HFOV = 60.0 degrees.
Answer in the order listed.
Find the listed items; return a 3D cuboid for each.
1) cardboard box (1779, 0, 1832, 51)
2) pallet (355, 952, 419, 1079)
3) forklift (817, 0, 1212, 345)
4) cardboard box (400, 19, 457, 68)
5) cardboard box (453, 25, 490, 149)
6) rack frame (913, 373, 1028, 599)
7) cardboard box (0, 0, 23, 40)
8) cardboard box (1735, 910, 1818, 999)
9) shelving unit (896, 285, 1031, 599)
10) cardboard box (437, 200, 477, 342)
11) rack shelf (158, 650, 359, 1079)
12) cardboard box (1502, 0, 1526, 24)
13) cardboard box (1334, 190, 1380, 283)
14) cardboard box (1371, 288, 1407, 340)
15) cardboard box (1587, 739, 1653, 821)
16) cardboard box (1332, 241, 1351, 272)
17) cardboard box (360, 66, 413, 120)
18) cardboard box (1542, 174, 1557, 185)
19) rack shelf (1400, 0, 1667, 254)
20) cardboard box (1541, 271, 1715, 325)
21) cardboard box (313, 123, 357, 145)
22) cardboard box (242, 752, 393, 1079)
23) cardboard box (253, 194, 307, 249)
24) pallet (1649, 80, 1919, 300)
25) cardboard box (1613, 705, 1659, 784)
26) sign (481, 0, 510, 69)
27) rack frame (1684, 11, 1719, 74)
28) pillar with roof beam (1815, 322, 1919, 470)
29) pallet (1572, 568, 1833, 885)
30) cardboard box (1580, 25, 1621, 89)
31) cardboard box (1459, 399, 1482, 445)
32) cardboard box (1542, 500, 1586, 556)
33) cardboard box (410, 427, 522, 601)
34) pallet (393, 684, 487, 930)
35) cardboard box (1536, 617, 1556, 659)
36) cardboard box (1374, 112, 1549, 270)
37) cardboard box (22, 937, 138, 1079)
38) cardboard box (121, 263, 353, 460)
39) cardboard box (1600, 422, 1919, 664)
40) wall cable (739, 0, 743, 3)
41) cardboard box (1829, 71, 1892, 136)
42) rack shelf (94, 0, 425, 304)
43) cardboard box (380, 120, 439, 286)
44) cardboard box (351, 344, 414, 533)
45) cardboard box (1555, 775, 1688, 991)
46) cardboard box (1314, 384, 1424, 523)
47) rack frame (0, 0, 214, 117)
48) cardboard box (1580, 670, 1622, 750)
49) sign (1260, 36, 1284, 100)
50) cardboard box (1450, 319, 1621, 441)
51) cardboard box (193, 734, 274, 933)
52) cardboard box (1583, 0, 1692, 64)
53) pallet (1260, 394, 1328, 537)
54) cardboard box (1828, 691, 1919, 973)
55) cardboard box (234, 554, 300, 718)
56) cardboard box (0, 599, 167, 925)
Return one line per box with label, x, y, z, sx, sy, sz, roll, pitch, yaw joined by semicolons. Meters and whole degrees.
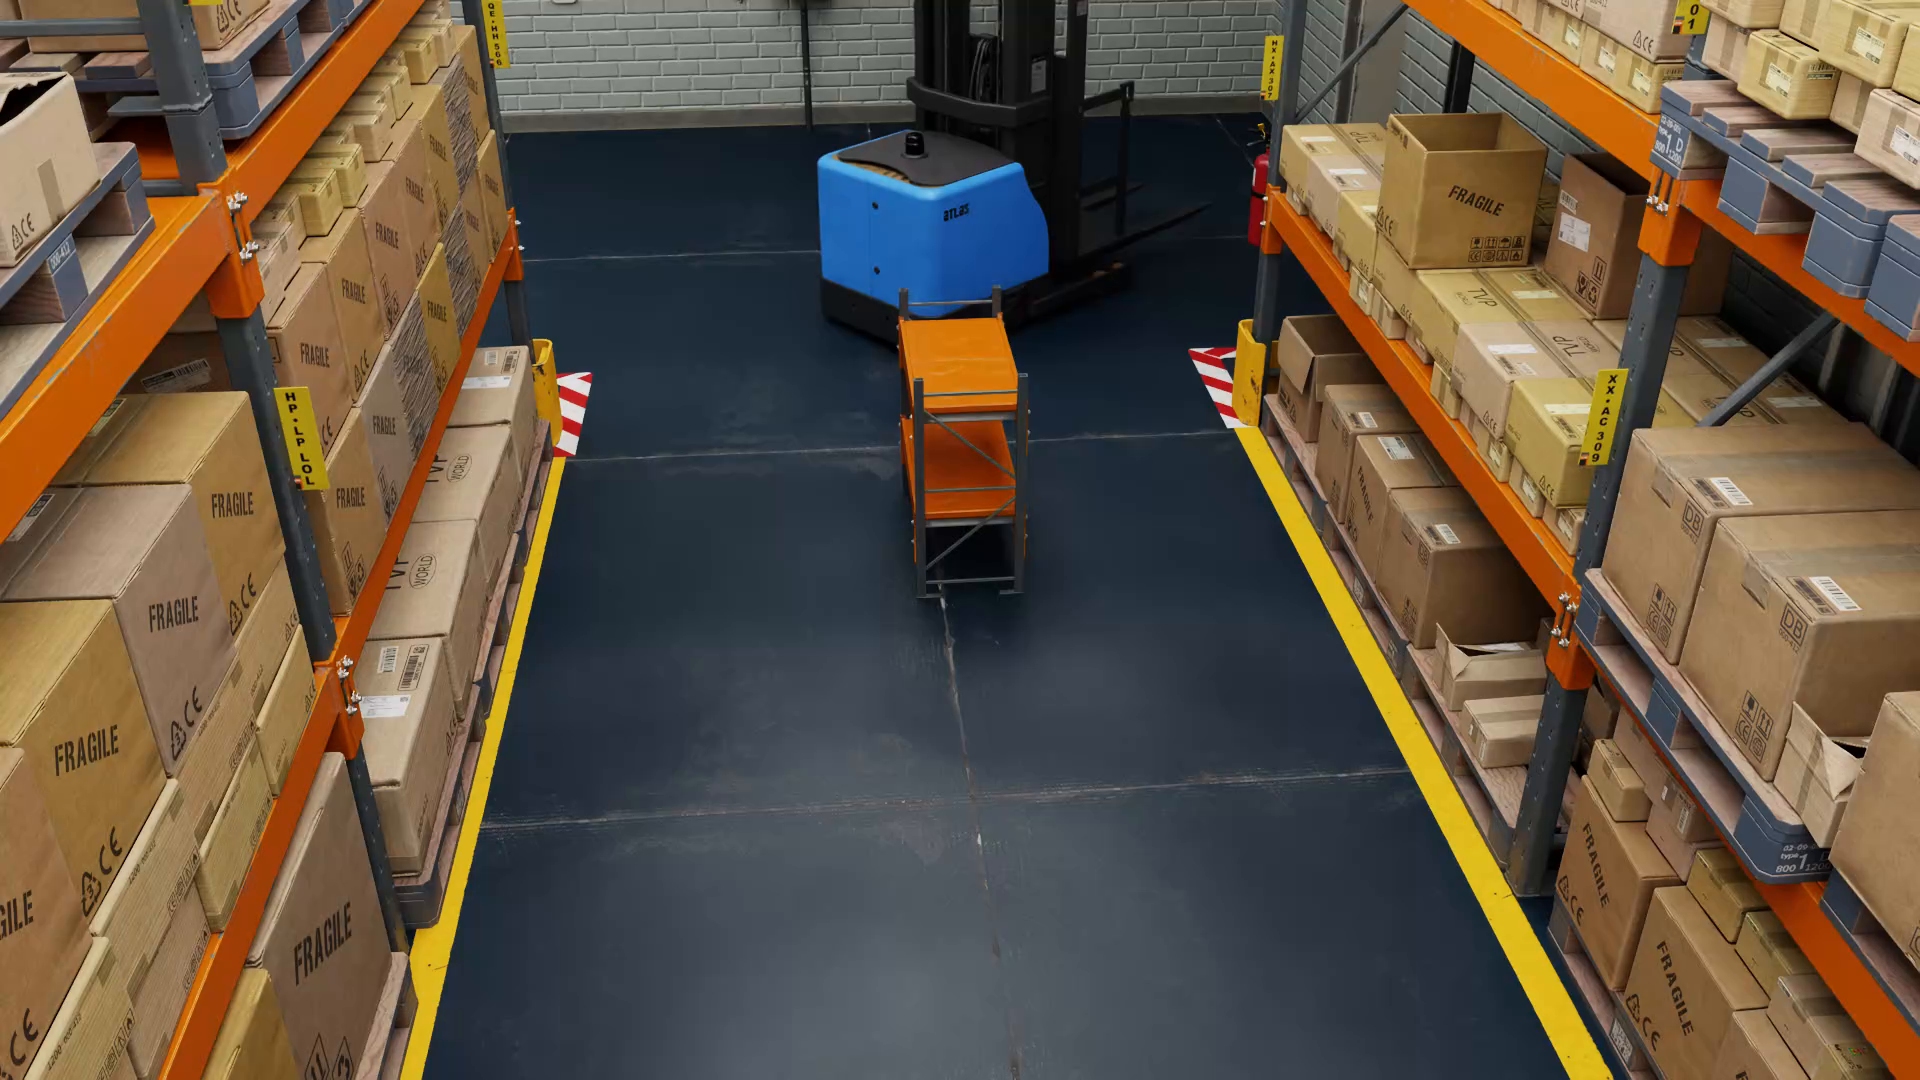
cardboard box;2.205;-1.258;3.954;0.380;0.149;0.250;-2;31;-4
pallet;-2.276;1.794;5.041;1.003;0.211;1.213;-3;31;-5
forklift;0.503;-3.026;10.458;1.130;2.935;3.031;26;40;37
cardboard box;-2.409;-2.157;7.230;0.380;0.149;0.250;-3;31;-5
cardboard box;-2.515;-2.073;7.723;0.500;0.500;0.500;-2;31;-3
rack frame;0.047;-0.227;7.533;0.500;1.125;0.032;-3;31;-5
cardboard box;-2.802;-1.558;4.632;0.396;0.266;0.258;-2;31;-3
cardboard box;2.464;1.184;4.738;0.380;0.149;0.250;-3;31;-5
shelving unit;-0.001;-0.486;7.967;0.538;1.125;1.048;-3;31;-5
cardboard box;-2.399;-1.126;7.113;0.500;0.500;0.500;-2;31;-3
rack shelf;-2.237;1.536;3.454;1.077;0.370;4.000;-3;31;-5
cardboard box;2.140;-1.909;5.840;0.380;0.149;0.250;-2;31;-3
cardboard box;2.017;-1.378;7.489;0.500;0.250;0.500;-3;31;-6
cardboard box;2.018;-0.993;7.233;0.380;0.149;0.250;-2;31;-3
cardboard box;2.287;0.777;5.420;0.380;0.149;0.250;-1;31;-2
cardboard box;1.994;-1.395;7.905;0.380;0.149;0.250;-2;31;-3
cardboard box;-2.390;-1.764;6.573;0.380;0.149;0.250;-2;31;-3
cardboard box;2.499;-1.653;7.949;0.500;0.250;0.500;-3;31;-4
rack shelf;2.331;-2.033;6.505;1.077;0.370;4.000;-3;31;-5
cardboard box;2.641;-0.882;6.657;0.500;0.250;0.500;-2;31;-4
cardboard box;-2.364;-1.368;5.909;0.380;0.149;0.250;-3;31;-5
cardboard box;-2.286;1.251;4.893;0.875;0.875;0.875;-2;31;-3
cardboard box;-2.300;-0.977;5.255;0.380;0.149;0.250;-3;31;-5
pallet;2.509;-0.904;4.097;1.213;0.211;1.003;-3;31;-5
cardboard box;2.347;0.646;5.348;0.380;0.149;0.250;-3;31;-5
sign;-2.256;-2.454;8.072;0.100;0.325;0.005;-3;31;-5
rack frame;2.518;-2.609;3.842;1.000;3.000;0.127;-3;31;-5
pillar with roof beam;-0.936;-2.801;4.164;9.100;9.000;0.400;-3;31;-5
pallet;2.484;0.462;4.738;1.003;0.211;1.213;-3;31;-5
cardboard box;2.171;-1.508;5.169;0.380;0.149;0.250;-3;31;-5
cardboard box;2.145;-0.475;6.365;0.380;0.149;0.250;-2;31;-3
cardboard box;2.237;-0.076;5.697;0.380;0.149;0.250;-2;31;-4
cardboard box;-2.542;-0.117;7.610;0.875;0.438;0.875;-2;31;-3
pallet;-2.417;1.012;6.351;1.003;0.211;1.213;-3;31;-5
cardboard box;2.651;0.440;6.958;0.380;0.149;0.250;-3;31;-5
cardboard box;2.059;-1.450;6.878;0.500;0.500;0.500;-2;31;-3
cardboard box;-1.967;1.049;3.227;0.500;0.250;0.500;-2;31;-4
cardboard box;-2.227;-0.521;5.124;0.500;0.500;0.500;-3;31;-4
cardboard box;2.341;0.001;4.816;0.700;0.500;0.500;-2;31;-3
wall cable;-1.936;-5.224;13.079;0.588;1.984;0.122;-3;31;-5
cardboard box;2.261;-1.006;3.823;0.380;0.149;0.250;-2;31;-4
rack shelf;-2.610;-1.794;6.104;1.077;0.370;4.000;-3;31;-5
cardboard box;-2.349;-1.298;6.426;0.500;0.500;0.500;-3;31;-5
cardboard box;-2.250;-0.346;5.806;0.500;0.500;0.500;-3;31;-4
cardboard box;2.339;1.117;5.482;0.500;0.500;0.500;-1;31;-2
cardboard box;2.148;-0.428;8.069;0.700;0.500;0.500;-2;31;-3
rack frame;-2.423;-2.369;3.441;1.000;3.000;0.127;-3;31;-5
cardboard box;2.692;0.592;6.546;0.500;0.311;0.500;-2;31;-3
sign;1.604;-2.421;8.534;0.100;0.325;0.005;-3;31;-5
cardboard box;2.166;-0.600;6.186;0.500;0.250;0.500;-3;31;-4
cardboard box;-2.084;0.748;4.219;0.500;0.250;0.500;-3;31;-5
cardboard box;2.224;-1.619;4.966;0.500;0.250;0.500;-3;31;-4
pallet;2.227;-0.432;8.769;1.003;0.211;1.213;-3;31;-5
cardboard box;2.462;0.666;3.702;0.700;0.500;0.500;-3;31;-5
cardboard box;-2.140;0.270;4.532;0.500;0.250;0.500;-3;31;-5
cardboard box;-2.048;0.474;3.459;0.500;0.500;0.500;-2;31;-3
